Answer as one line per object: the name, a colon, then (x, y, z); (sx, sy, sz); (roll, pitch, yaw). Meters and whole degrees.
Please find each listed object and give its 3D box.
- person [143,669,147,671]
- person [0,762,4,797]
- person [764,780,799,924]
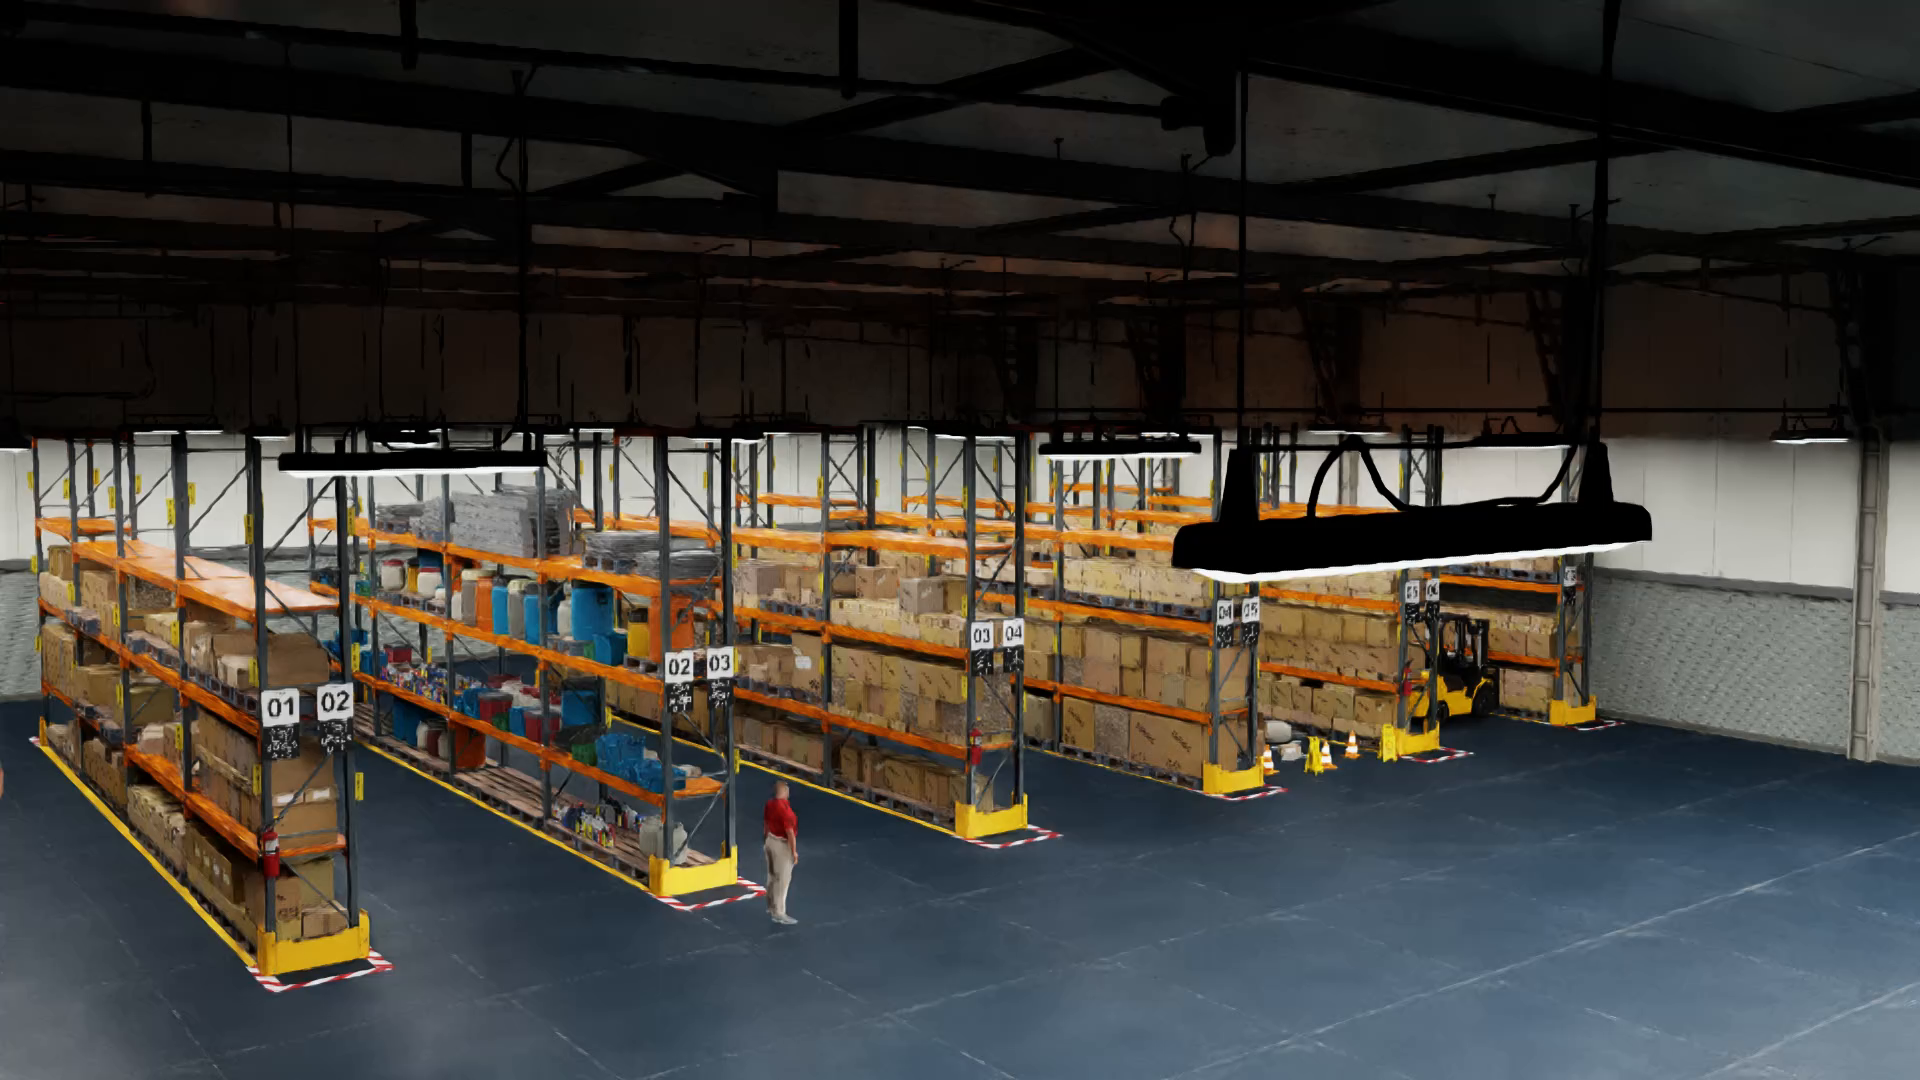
person: (-15.993, 2.861, 32.953); (0.565, 1.774, 0.703); (-2, 5, -26)
person: (-14.065, 3.769, 23.903); (0.598, 1.386, 0.507); (-4, 6, -39)
person: (-2.221, 3.829, 20.636); (0.401, 1.735, 0.689); (-3, 5, -35)
